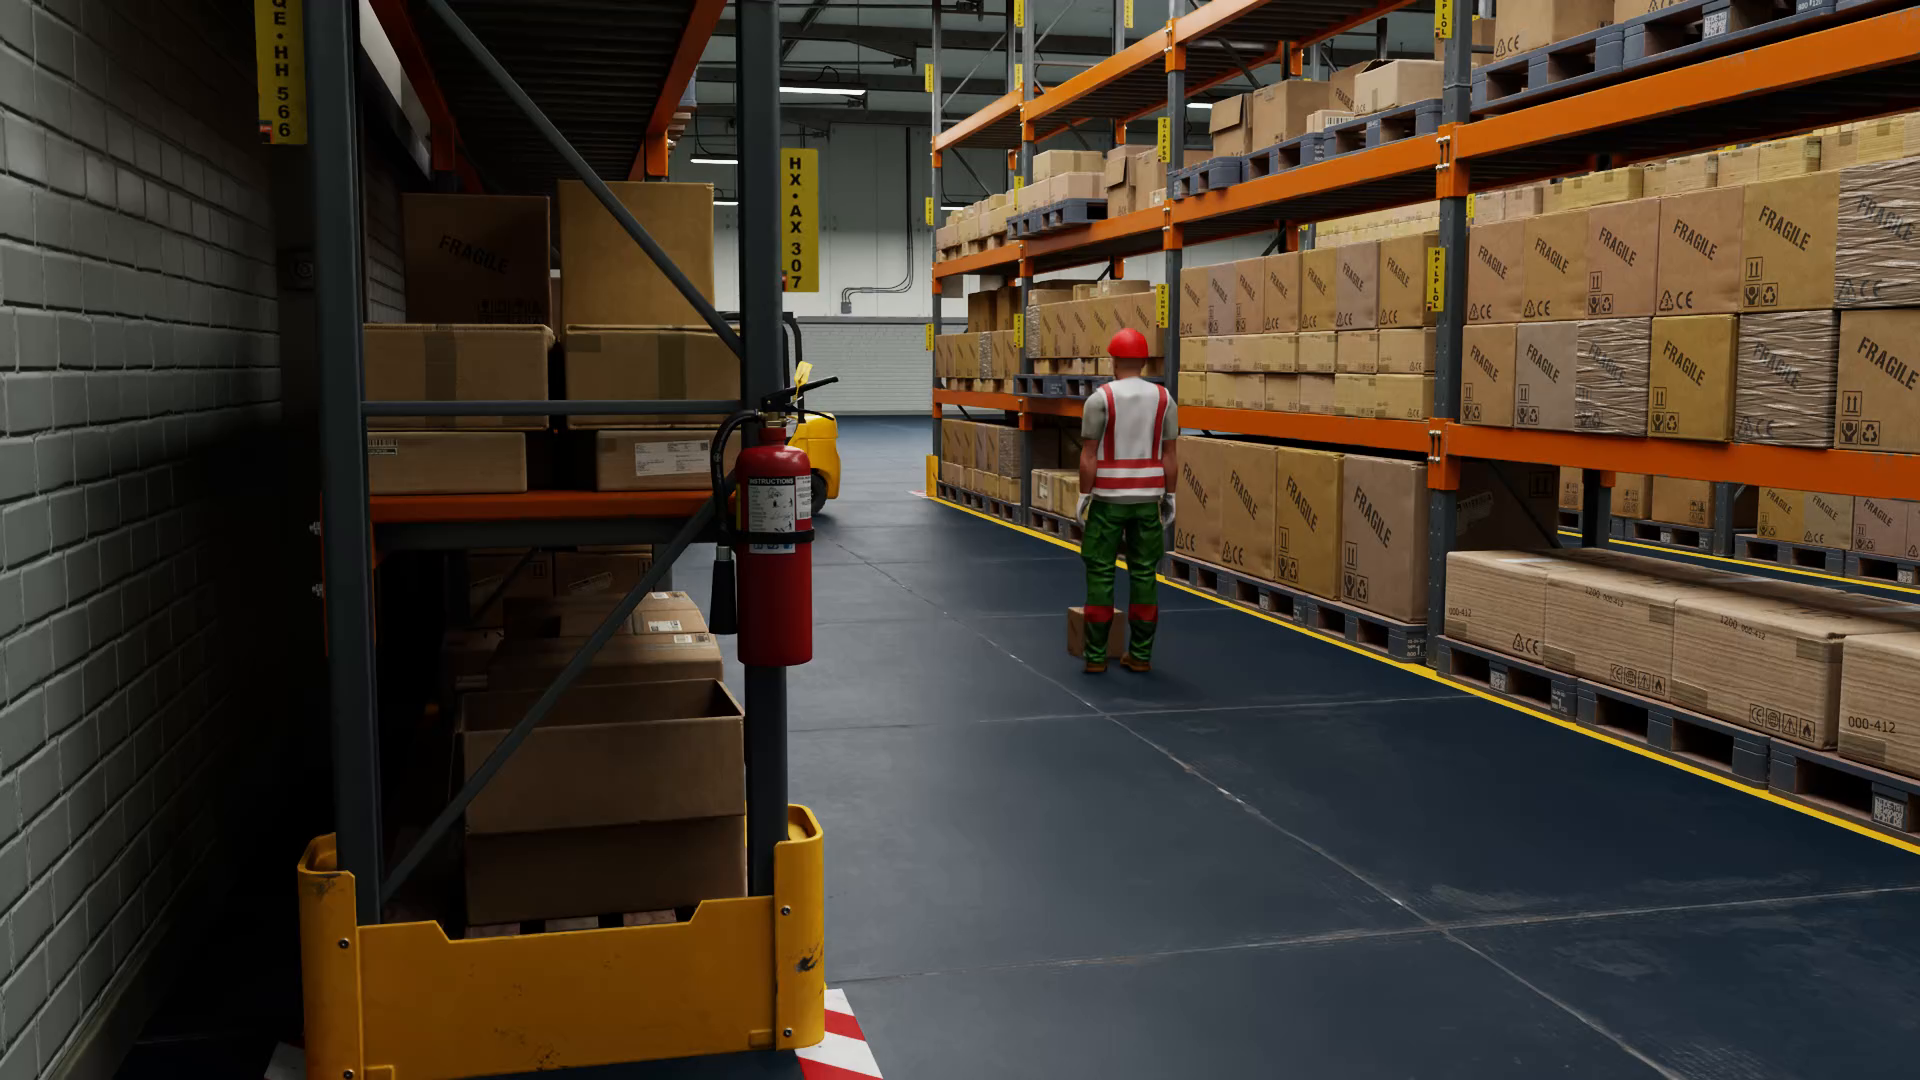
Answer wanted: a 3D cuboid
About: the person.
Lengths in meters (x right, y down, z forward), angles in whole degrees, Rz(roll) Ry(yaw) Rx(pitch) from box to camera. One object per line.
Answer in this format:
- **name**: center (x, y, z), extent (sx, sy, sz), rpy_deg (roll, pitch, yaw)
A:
- **person**: center (0.863, -0.205, 8.704), extent (0.544, 1.795, 0.359), rpy_deg (-1, 6, -14)
